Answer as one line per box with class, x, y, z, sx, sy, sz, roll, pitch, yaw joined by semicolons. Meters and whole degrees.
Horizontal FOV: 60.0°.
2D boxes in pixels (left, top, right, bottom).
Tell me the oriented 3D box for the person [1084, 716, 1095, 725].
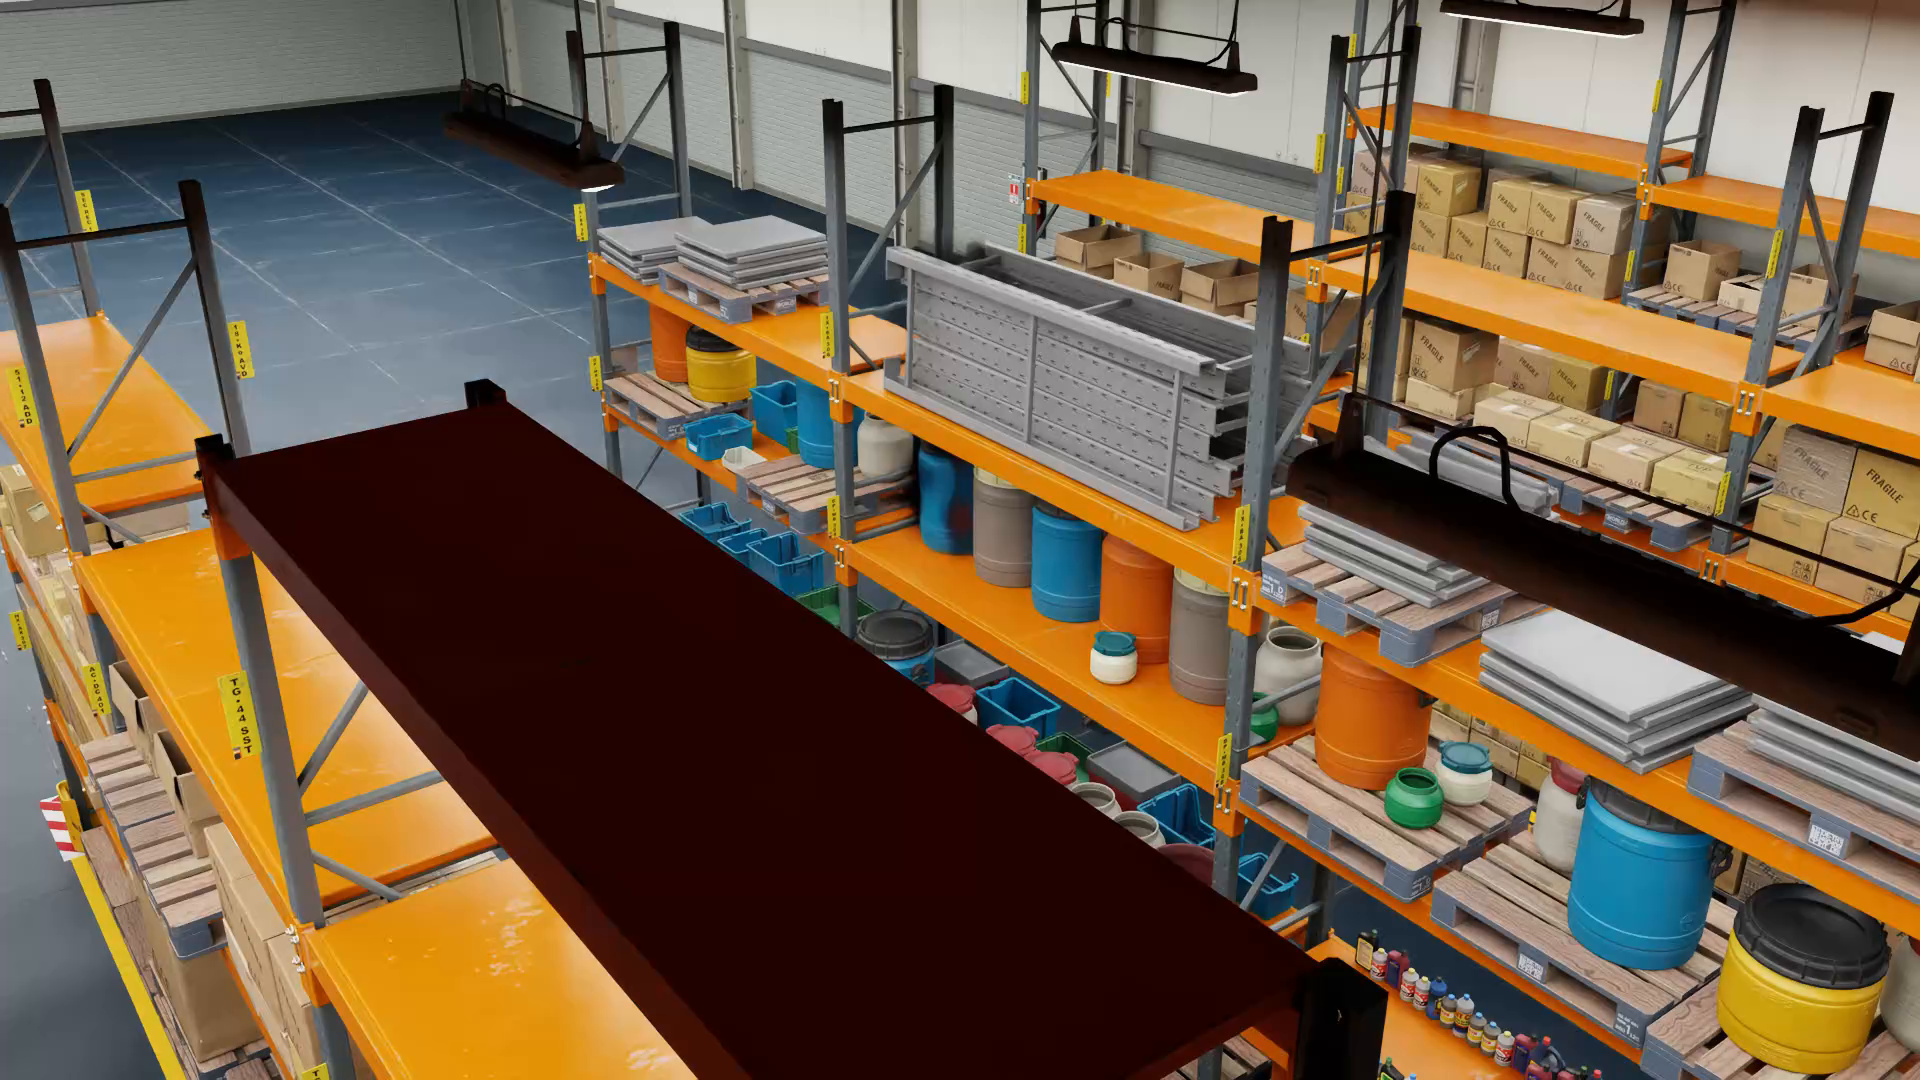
person;1.294;0.908;14.933;0.659;1.786;0.810;-21;32;-38
